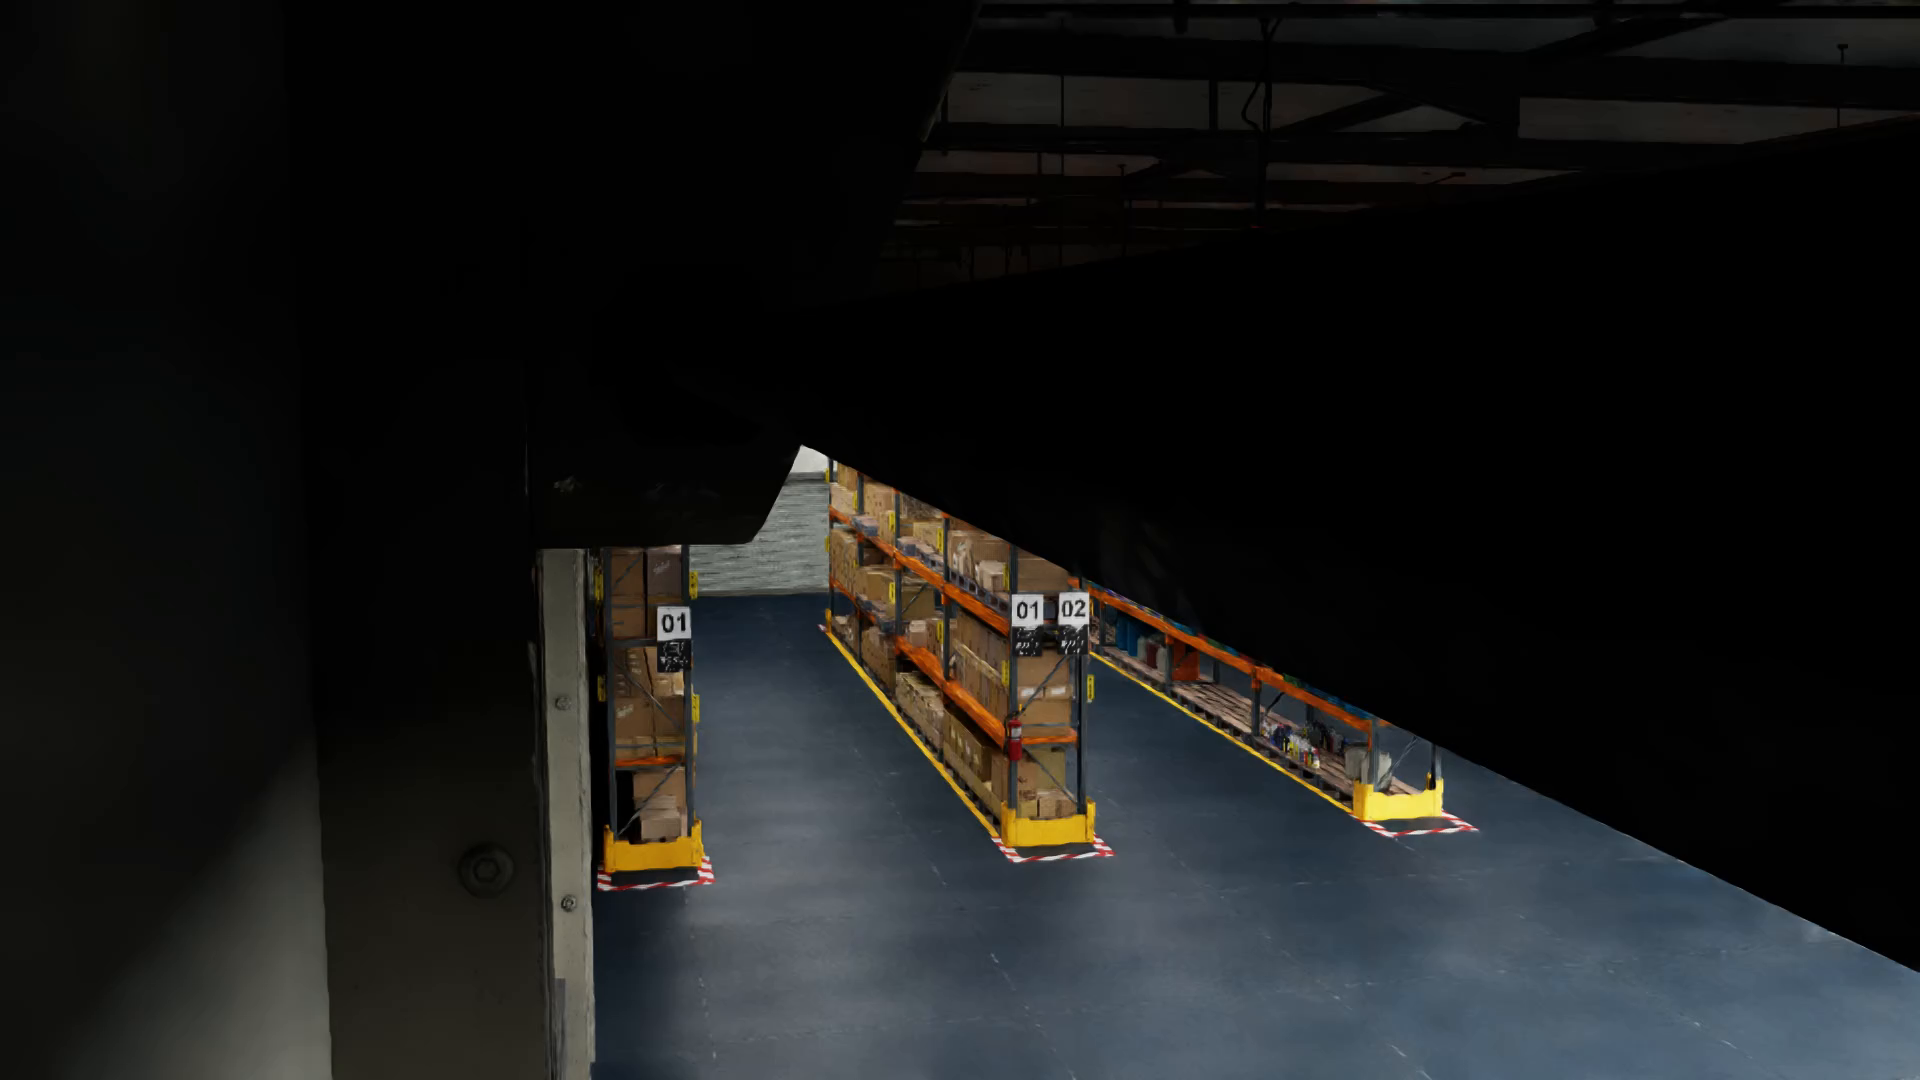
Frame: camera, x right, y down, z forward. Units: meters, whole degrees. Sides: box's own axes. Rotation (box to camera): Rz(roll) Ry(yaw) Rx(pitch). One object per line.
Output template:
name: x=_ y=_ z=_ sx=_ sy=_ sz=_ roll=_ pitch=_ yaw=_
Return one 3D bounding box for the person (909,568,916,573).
person: x=-1.321 y=0.887 z=39.196 sx=0.625 sy=1.574 sz=0.503 roll=-2 pitch=7 yaw=-15

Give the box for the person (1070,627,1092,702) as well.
person: x=2.147 y=2.028 z=29.351 sx=0.441 sy=1.633 sz=0.496 roll=-6 pitch=9 yaw=-41
